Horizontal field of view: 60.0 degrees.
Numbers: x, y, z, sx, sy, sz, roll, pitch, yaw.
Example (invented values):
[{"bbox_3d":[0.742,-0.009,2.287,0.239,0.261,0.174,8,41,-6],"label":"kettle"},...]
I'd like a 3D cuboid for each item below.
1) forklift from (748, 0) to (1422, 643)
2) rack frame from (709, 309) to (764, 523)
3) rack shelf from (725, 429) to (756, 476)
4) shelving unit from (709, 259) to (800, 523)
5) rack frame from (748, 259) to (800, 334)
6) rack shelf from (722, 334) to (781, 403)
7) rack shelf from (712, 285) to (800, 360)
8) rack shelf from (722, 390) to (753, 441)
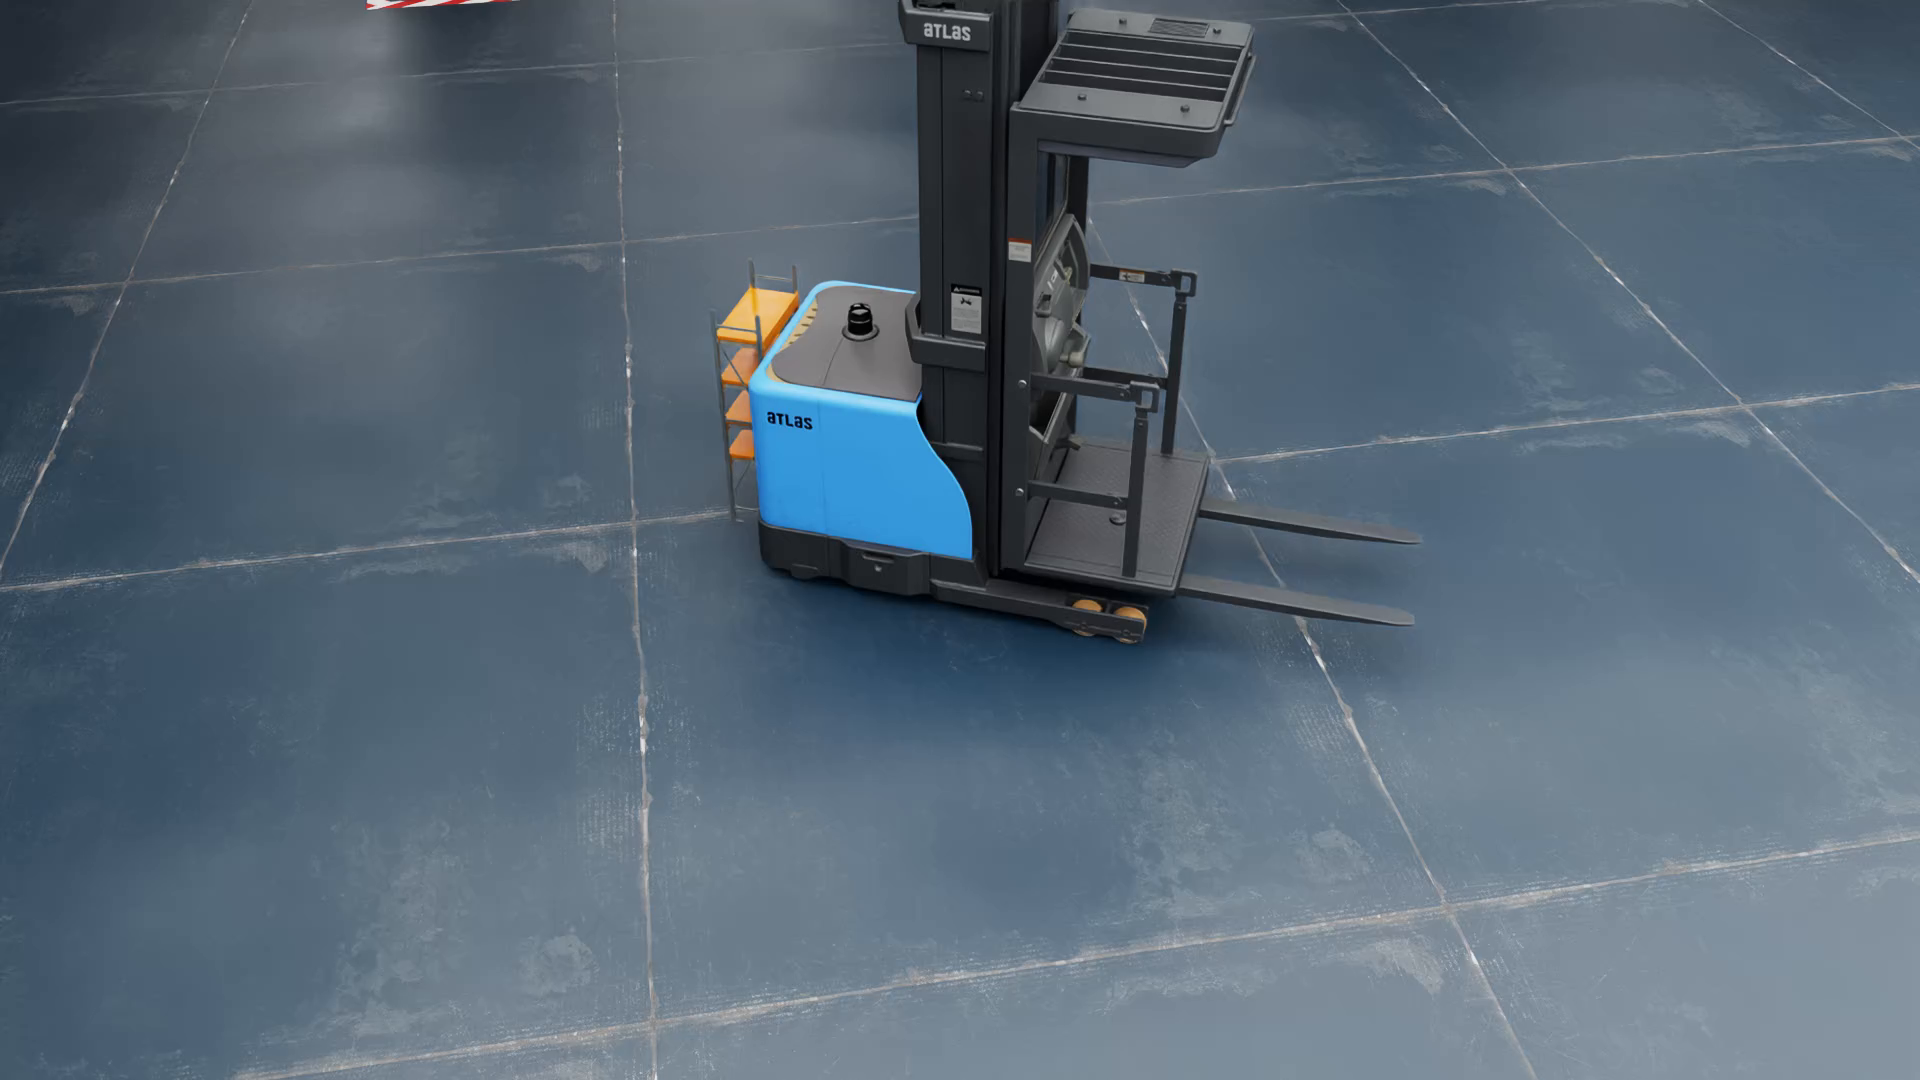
[{"bbox_3d":[0.624,-1.052,7.115,3.031,2.935,1.130,10,39,12],"label":"forklift"},{"bbox_3d":[-1.018,-0.553,7.884,0.240,1.200,0.015,10,39,12],"label":"rack frame"},{"bbox_3d":[-0.953,-0.487,8.233,0.258,0.148,0.480,10,39,12],"label":"rack shelf"},{"bbox_3d":[-0.953,-0.697,8.069,0.258,1.200,0.503,10,39,12],"label":"shelving unit"},{"bbox_3d":[-0.889,-0.842,8.255,0.240,1.200,0.015,10,39,12],"label":"rack frame"},{"bbox_3d":[-0.954,-0.821,7.974,0.258,0.148,0.480,10,39,12],"label":"rack shelf"},{"bbox_3d":[-0.954,-1.008,7.828,0.258,0.148,0.480,10,39,12],"label":"rack shelf"},{"bbox_3d":[-0.953,-0.644,8.111,0.258,0.148,0.480,10,39,12],"label":"rack shelf"}]
